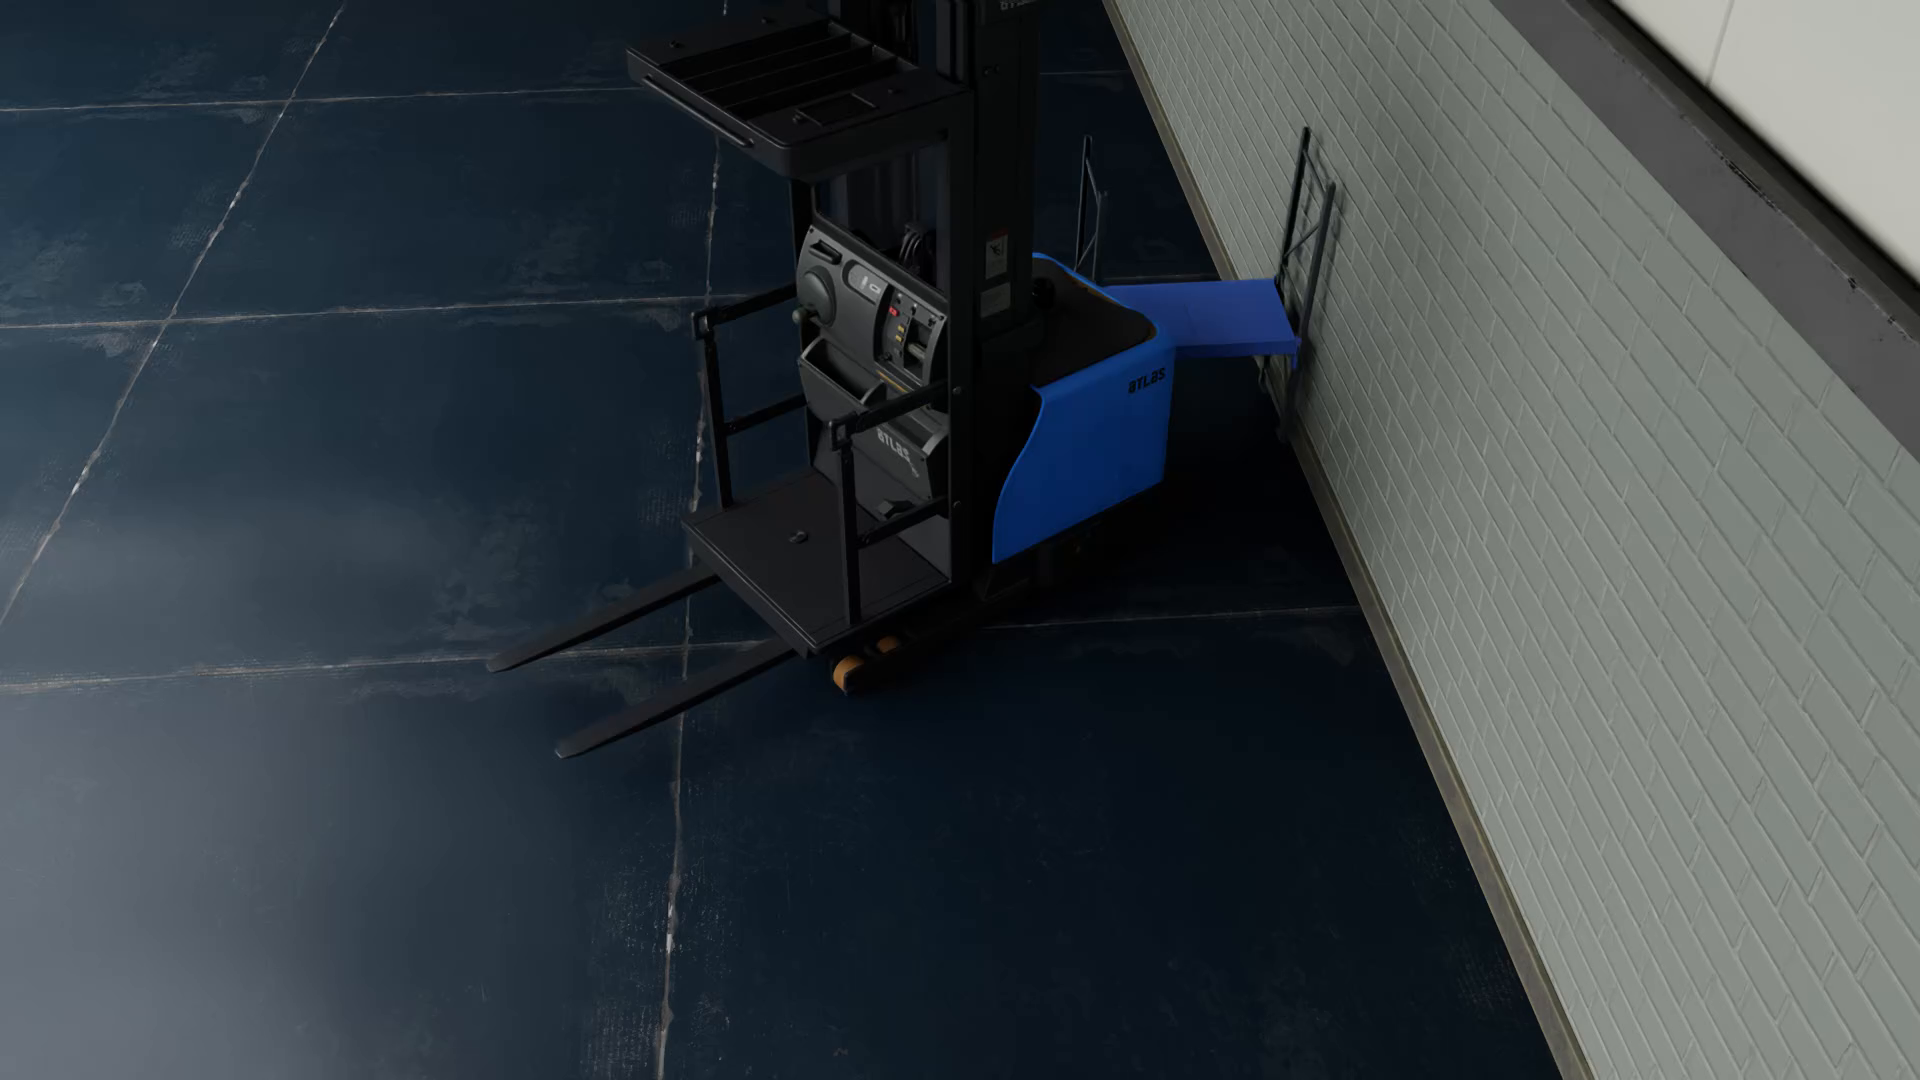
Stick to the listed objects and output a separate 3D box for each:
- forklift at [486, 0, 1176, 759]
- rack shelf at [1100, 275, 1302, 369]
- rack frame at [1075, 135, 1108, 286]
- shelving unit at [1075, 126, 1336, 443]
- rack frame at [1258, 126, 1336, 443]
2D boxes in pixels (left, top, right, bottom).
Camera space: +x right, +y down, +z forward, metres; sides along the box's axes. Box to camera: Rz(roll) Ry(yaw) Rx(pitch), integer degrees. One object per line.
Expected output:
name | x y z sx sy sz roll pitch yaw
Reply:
forklift | -0.525 -0.880 6.499 3.031 2.935 1.130 -26 45 -29
rack shelf | 1.102 -1.042 8.111 1.000 0.185 0.538 -3 45 -4
rack frame | 0.598 -1.141 7.948 0.032 1.500 0.500 -3 45 -4
shelving unit | 1.104 -1.170 7.984 1.048 1.500 0.538 -3 45 -4
rack frame | 1.611 -1.198 8.021 0.032 1.500 0.500 -3 45 -4
